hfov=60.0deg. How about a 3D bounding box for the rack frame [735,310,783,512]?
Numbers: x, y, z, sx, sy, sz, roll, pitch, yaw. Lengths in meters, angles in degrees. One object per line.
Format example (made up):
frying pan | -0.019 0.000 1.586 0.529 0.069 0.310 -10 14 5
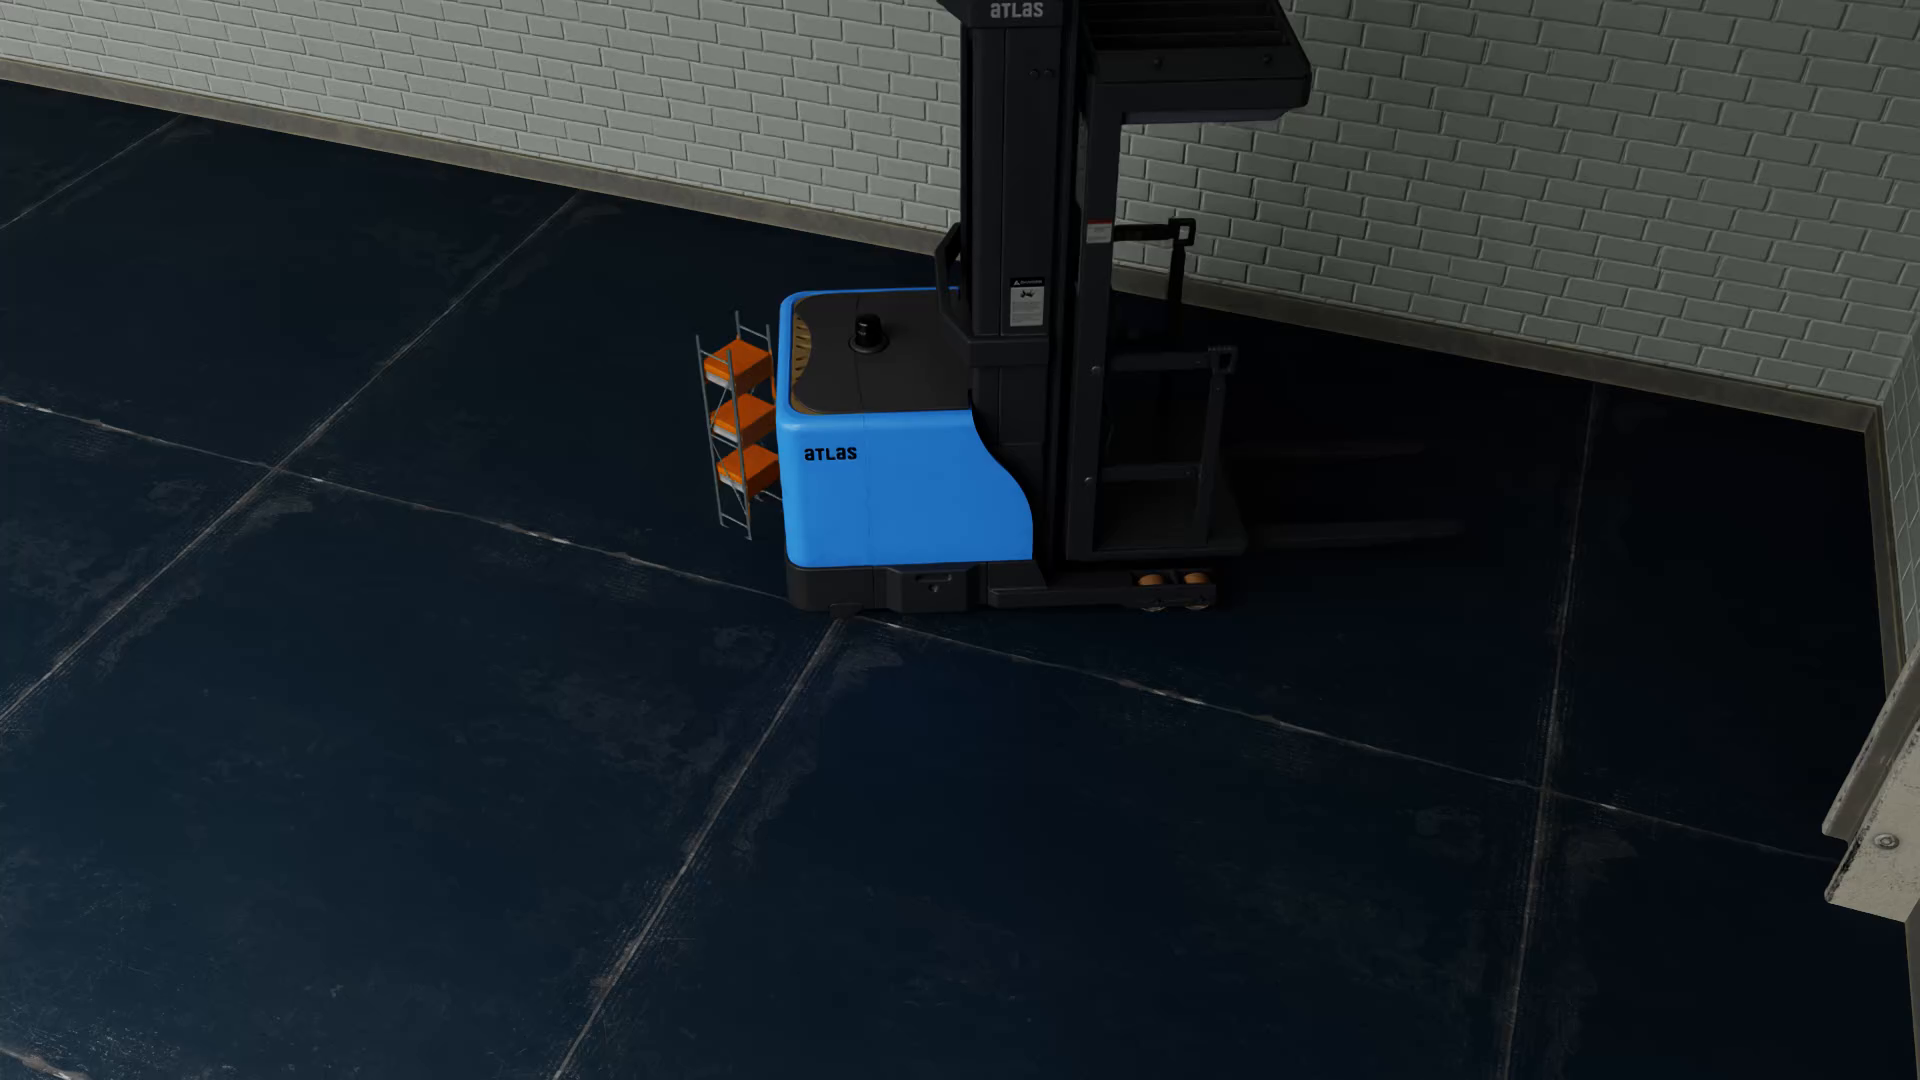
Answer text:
rack frame | -0.897 -0.562 7.551 0.200 1.050 0.008 26 47 28

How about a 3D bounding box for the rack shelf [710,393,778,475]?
rack shelf | -0.971 -0.491 7.485 0.215 0.259 0.240 26 47 28

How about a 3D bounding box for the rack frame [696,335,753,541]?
rack frame | -1.045 -0.436 7.404 0.200 1.050 0.008 26 47 28

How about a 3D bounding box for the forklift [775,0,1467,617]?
forklift | 0.732 -1.144 6.786 3.031 2.935 1.130 -2 41 -3

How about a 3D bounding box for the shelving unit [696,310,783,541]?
shelving unit | -0.971 -0.499 7.478 0.215 1.050 0.252 26 47 28

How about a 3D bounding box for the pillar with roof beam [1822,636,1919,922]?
pillar with roof beam | -0.639 -3.131 4.440 9.100 9.000 0.400 13 42 15

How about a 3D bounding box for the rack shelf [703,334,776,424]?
rack shelf | -0.973 -0.708 7.302 0.215 0.259 0.240 26 47 28

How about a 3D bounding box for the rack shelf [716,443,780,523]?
rack shelf | -0.968 -0.278 7.664 0.215 0.259 0.240 26 47 28
